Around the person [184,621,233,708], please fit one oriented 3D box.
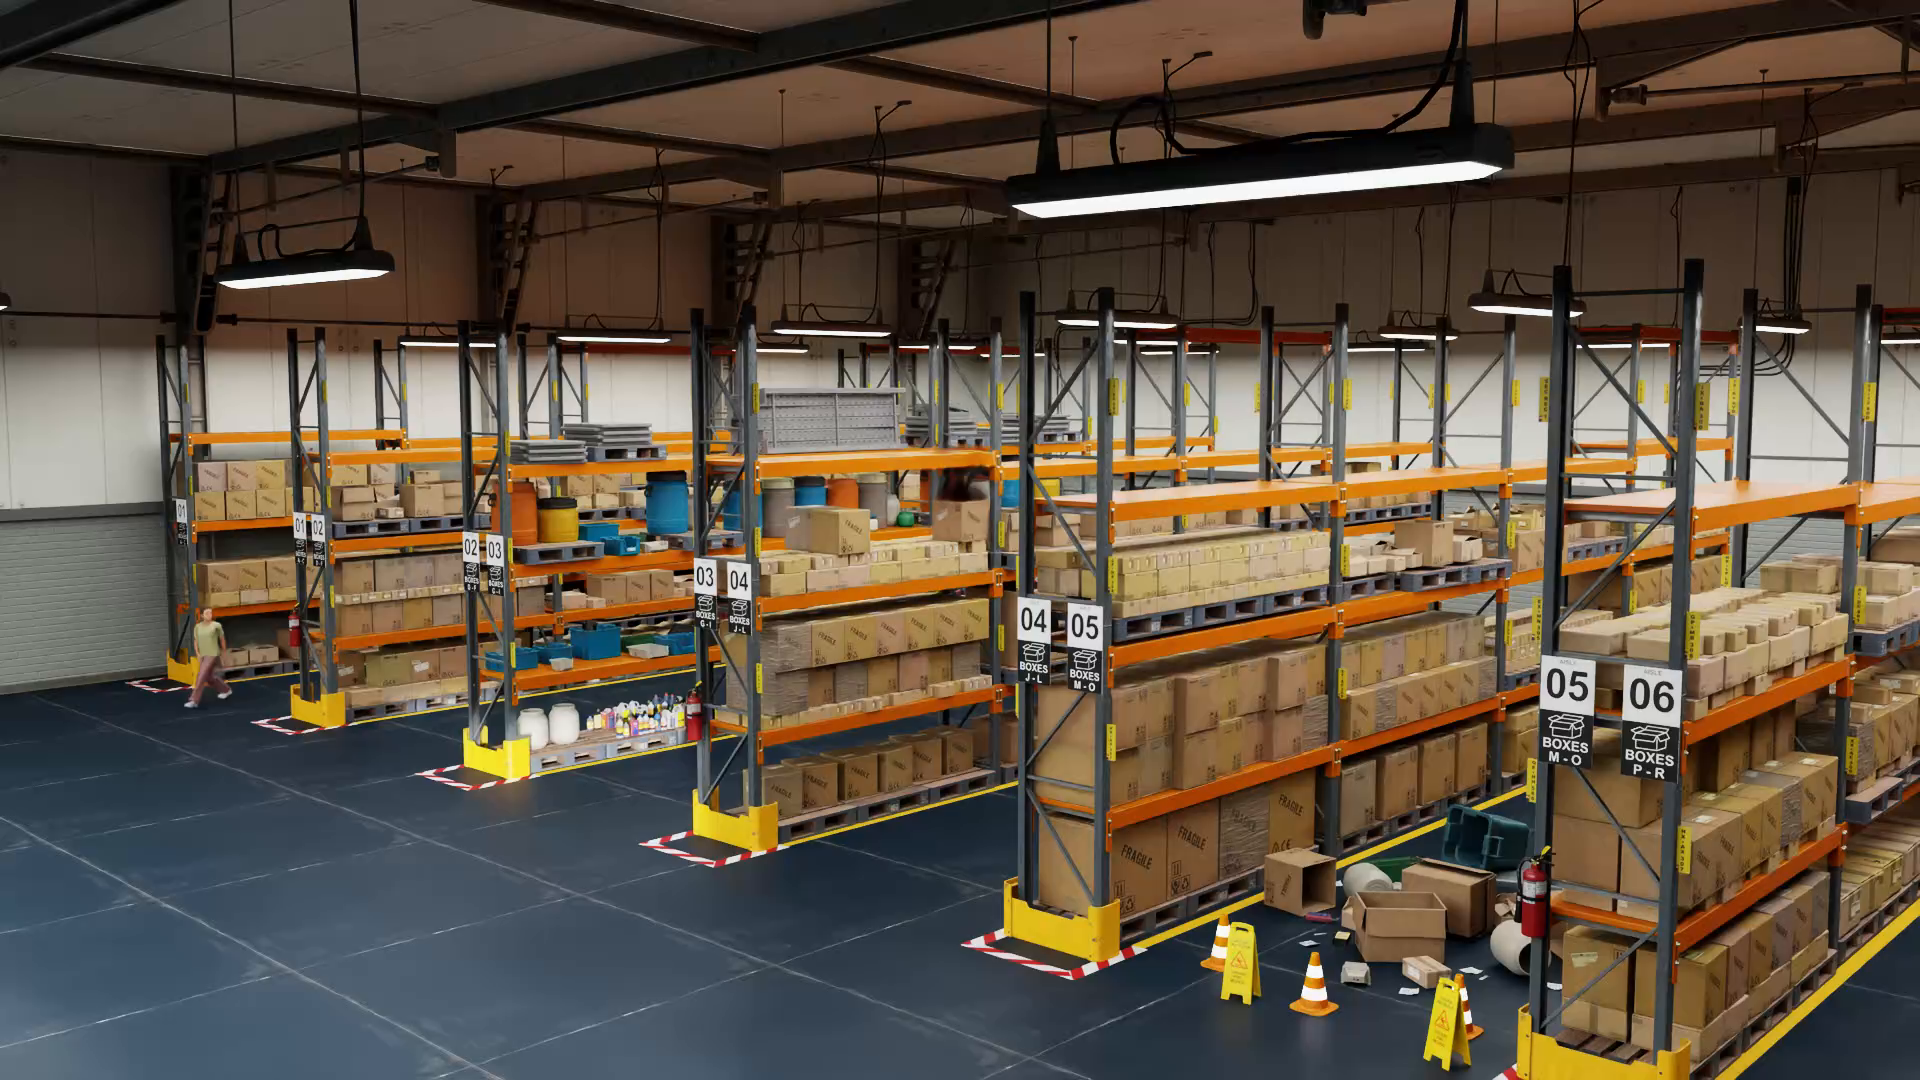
[{"bbox_3d":[-12.128,1.982,26.715,0.400,1.334,1.040,2,6,22],"label":"person"}]
